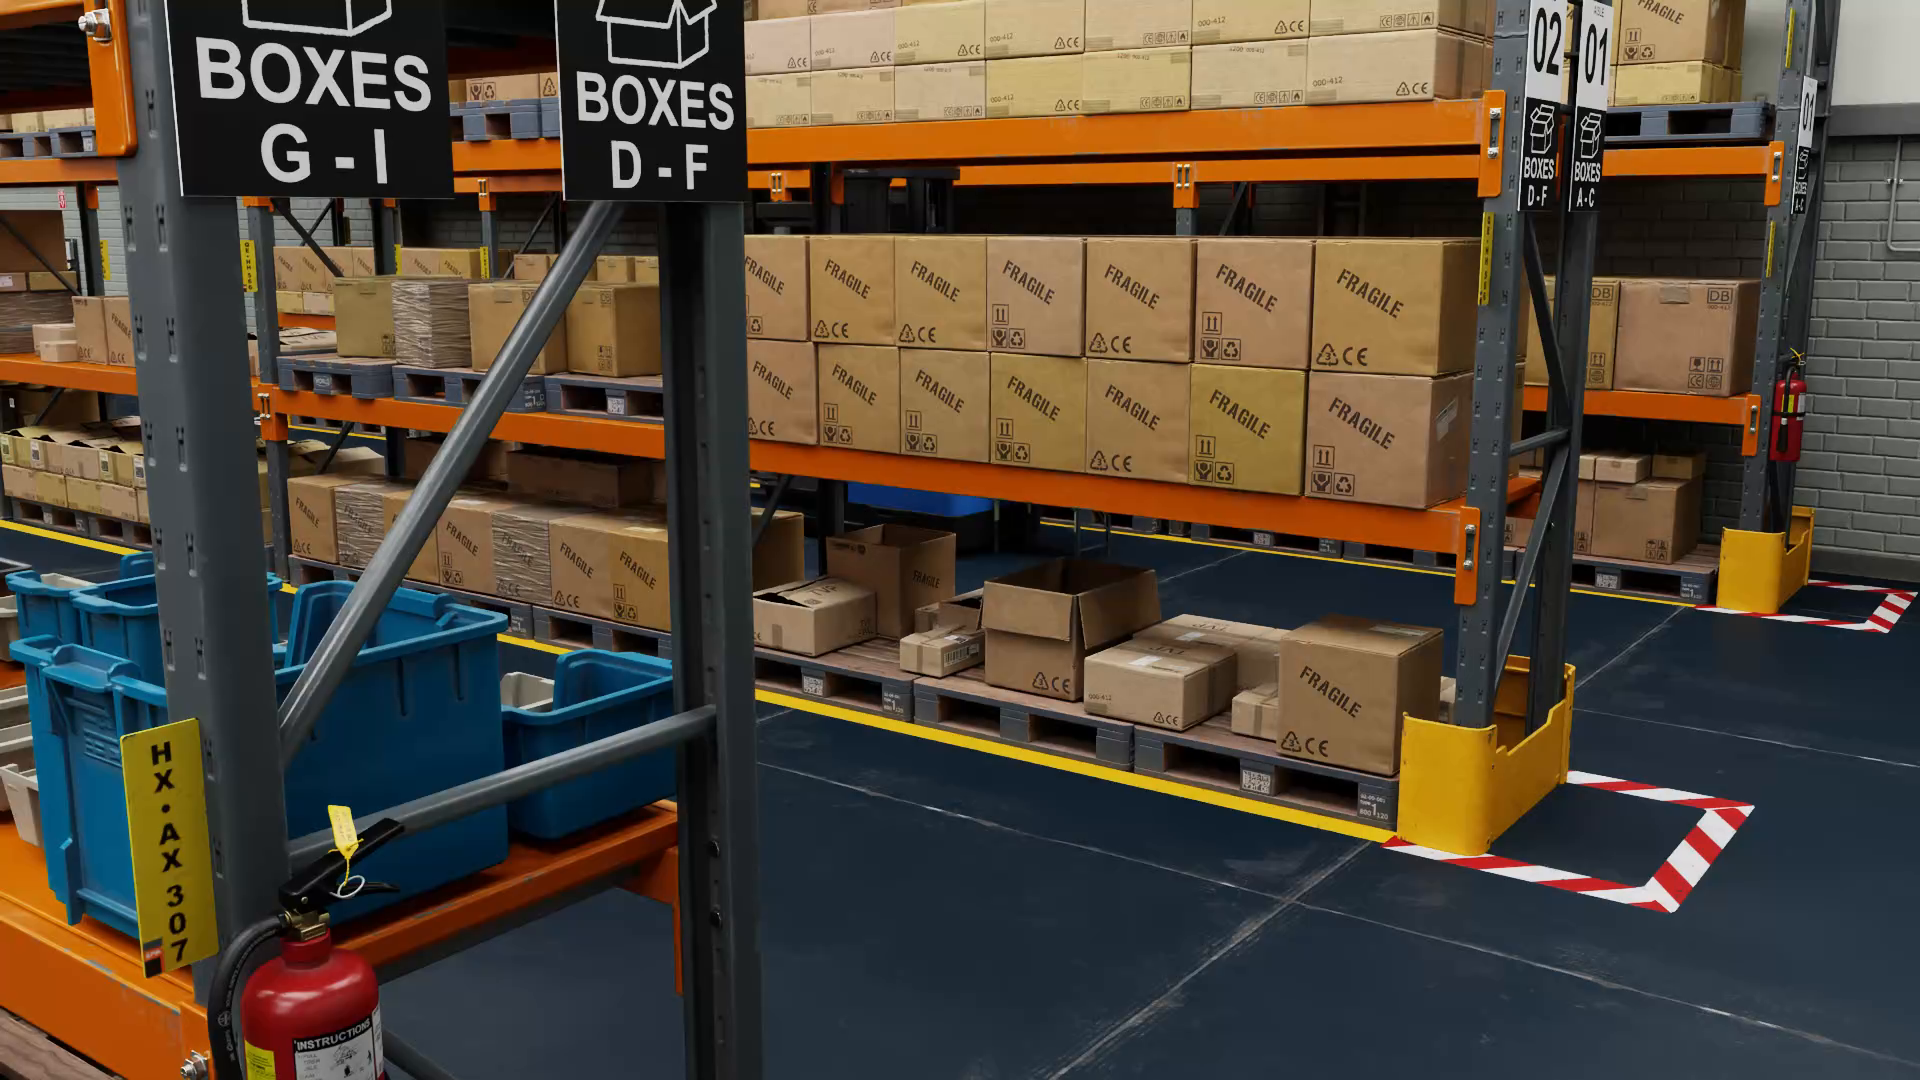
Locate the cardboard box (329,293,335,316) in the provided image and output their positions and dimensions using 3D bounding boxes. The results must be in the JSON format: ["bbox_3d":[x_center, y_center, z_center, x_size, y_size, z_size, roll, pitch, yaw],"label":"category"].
[{"bbox_3d":[-6.698,-2.642,18.631,0.500,0.250,0.500,8,13,35],"label":"cardboard box"}]

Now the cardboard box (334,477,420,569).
[{"bbox_3d":[-3.596,-0.101,10.578,0.500,0.500,0.500,7,13,33],"label":"cardboard box"}]

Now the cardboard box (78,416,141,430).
[{"bbox_3d":[-6.947,-0.845,13.657,0.500,0.311,0.500,8,13,36],"label":"cardboard box"}]

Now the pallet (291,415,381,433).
[{"bbox_3d":[-7.043,-1.449,19.465,1.213,0.211,1.003,8,13,36],"label":"pallet"}]

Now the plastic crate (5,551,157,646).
[{"bbox_3d":[-2.013,0.185,3.960,0.300,0.233,0.416,8,13,36],"label":"plastic crate"}]

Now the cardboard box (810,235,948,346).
[{"bbox_3d":[-0.366,-1.202,7.948,0.500,0.500,0.500,7,13,34],"label":"cardboard box"}]

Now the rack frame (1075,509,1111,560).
[{"bbox_3d":[0.936,-0.582,11.589,0.023,1.500,0.400,9,14,39],"label":"rack frame"}]

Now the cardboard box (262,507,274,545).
[{"bbox_3d":[-4.787,-0.143,11.507,0.500,0.250,0.500,8,14,37],"label":"cardboard box"}]

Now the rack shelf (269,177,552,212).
[{"bbox_3d":[-6.126,-3.818,18.366,4.000,0.370,1.077,8,13,36],"label":"rack shelf"}]

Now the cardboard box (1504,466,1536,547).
[{"bbox_3d":[3.726,-0.280,11.554,0.500,0.500,0.700,7,13,34],"label":"cardboard box"}]

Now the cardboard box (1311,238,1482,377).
[{"bbox_3d":[1.708,-0.914,6.461,0.500,0.500,0.500,8,13,35],"label":"cardboard box"}]

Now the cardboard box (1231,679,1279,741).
[{"bbox_3d":[1.372,0.726,7.179,0.250,0.166,0.380,8,13,36],"label":"cardboard box"}]

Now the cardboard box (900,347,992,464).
[{"bbox_3d":[0.071,-0.652,7.740,0.500,0.500,0.500,8,13,35],"label":"cardboard box"}]

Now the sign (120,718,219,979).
[{"bbox_3d":[-1.018,0.398,2.146,0.005,0.325,0.100,8,13,36],"label":"sign"}]

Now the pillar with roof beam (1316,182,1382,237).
[{"bbox_3d":[0.462,-3.915,9.072,0.400,9.000,9.100,8,13,36],"label":"pillar with roof beam"}]

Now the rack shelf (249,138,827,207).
[{"bbox_3d":[-2.607,-2.160,9.794,4.000,0.370,1.077,8,13,36],"label":"rack shelf"}]

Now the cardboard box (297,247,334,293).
[{"bbox_3d":[-7.138,-3.071,18.875,0.500,0.500,0.500,8,14,36],"label":"cardboard box"}]

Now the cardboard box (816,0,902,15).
[{"bbox_3d":[-0.261,-2.702,7.804,0.500,0.500,0.700,8,13,36],"label":"cardboard box"}]

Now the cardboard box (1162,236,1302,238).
[{"bbox_3d":[1.201,-1.111,7.479,0.500,0.500,0.500,8,14,36],"label":"cardboard box"}]

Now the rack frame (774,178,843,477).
[{"bbox_3d":[-1.290,-2.024,15.095,0.127,3.000,1.000,8,13,36],"label":"rack frame"}]

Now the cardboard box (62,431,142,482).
[{"bbox_3d":[-6.439,-0.647,12.634,0.500,0.311,0.500,7,13,34],"label":"cardboard box"}]

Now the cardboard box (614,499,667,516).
[{"bbox_3d":[-1.677,0.046,9.819,0.500,0.500,0.500,8,14,36],"label":"cardboard box"}]

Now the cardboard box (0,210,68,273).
[{"bbox_3d":[-7.804,-2.450,13.618,0.500,0.500,0.700,8,14,36],"label":"cardboard box"}]

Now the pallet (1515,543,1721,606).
[{"bbox_3d":[4.467,0.166,11.114,1.213,0.211,1.003,8,13,36],"label":"pallet"}]

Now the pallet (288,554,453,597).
[{"bbox_3d":[-3.640,0.193,10.974,1.213,0.211,1.003,8,13,36],"label":"pallet"}]

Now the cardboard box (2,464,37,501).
[{"bbox_3d":[-7.264,-0.488,13.289,0.500,0.250,0.500,8,13,34],"label":"cardboard box"}]

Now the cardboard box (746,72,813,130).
[{"bbox_3d":[-0.749,-2.122,8.100,0.500,0.250,0.500,8,13,36],"label":"cardboard box"}]

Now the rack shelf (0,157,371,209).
[{"bbox_3d":[-5.831,-2.610,12.119,4.000,0.370,1.077,8,13,36],"label":"rack shelf"}]

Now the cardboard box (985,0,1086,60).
[{"bbox_3d":[0.453,-2.197,7.172,0.500,0.250,0.500,8,13,36],"label":"cardboard box"}]

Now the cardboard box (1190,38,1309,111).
[{"bbox_3d":[1.262,-1.840,6.643,0.500,0.250,0.500,8,13,36],"label":"cardboard box"}]

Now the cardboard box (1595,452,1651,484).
[{"bbox_3d":[4.324,-0.472,10.840,0.250,0.149,0.380,8,13,35],"label":"cardboard box"}]

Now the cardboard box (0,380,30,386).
[{"bbox_3d":[-8.437,-1.152,14.746,0.500,0.500,0.500,8,13,36],"label":"cardboard box"}]

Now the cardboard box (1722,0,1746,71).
[{"bbox_3d":[4.713,-3.266,10.670,0.500,0.500,0.500,7,13,33],"label":"cardboard box"}]

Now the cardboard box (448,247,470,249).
[{"bbox_3d":[-5.582,-2.979,18.397,0.500,0.500,0.500,8,14,37],"label":"cardboard box"}]

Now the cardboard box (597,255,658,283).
[{"bbox_3d":[-3.128,-2.543,16.358,0.500,0.500,0.700,10,15,43],"label":"cardboard box"}]

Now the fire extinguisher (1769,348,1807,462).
[{"bbox_3d":[5.007,-0.816,10.036,0.183,0.674,0.296,8,13,36],"label":"fire extinguisher"}]

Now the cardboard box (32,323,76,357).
[{"bbox_3d":[-7.020,-1.593,13.260,0.500,0.250,0.500,9,14,39],"label":"cardboard box"}]

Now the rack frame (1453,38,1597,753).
[{"bbox_3d":[2.229,-0.366,6.524,0.127,3.000,1.000,8,13,36],"label":"rack frame"}]

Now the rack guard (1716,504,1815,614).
[{"bbox_3d":[5.178,0.105,10.670,0.348,0.500,1.175,8,13,36],"label":"rack guard"}]

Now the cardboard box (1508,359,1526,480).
[{"bbox_3d":[2.028,-0.505,6.981,0.500,0.500,0.500,8,14,37],"label":"cardboard box"}]

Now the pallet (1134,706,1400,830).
[{"bbox_3d":[1.525,0.905,7.296,1.213,0.211,1.003,8,13,36],"label":"pallet"}]

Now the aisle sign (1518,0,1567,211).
[{"bbox_3d":[2.103,-1.588,5.995,0.004,0.787,0.394,8,13,36],"label":"aisle sign"}]

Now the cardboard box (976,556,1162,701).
[{"bbox_3d":[0.522,0.404,7.956,0.637,0.503,0.797,8,13,36],"label":"cardboard box"}]

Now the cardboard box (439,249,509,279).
[{"bbox_3d":[-5.078,-2.784,17.391,0.500,0.500,0.500,8,13,35],"label":"cardboard box"}]

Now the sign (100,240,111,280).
[{"bbox_3d":[-7.130,-2.329,13.830,0.005,0.325,0.100,8,13,36],"label":"sign"}]

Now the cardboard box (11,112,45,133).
[{"bbox_3d":[-6.952,-3.250,12.822,0.500,0.250,0.500,10,15,41],"label":"cardboard box"}]

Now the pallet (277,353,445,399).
[{"bbox_3d":[-3.631,-1.106,10.853,1.003,0.211,1.213,8,13,36],"label":"pallet"}]

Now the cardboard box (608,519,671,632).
[{"bbox_3d":[-1.562,0.184,9.104,0.500,0.500,0.500,8,13,35],"label":"cardboard box"}]

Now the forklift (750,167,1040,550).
[{"bbox_3d":[-0.854,-1.550,12.824,3.031,2.935,1.130,9,14,39],"label":"forklift"}]

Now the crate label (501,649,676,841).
[{"bbox_3d":[-0.710,0.367,3.021,0.303,0.233,0.416,8,13,36],"label":"crate label"}]

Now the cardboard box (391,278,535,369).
[{"bbox_3d":[-3.020,-1.335,10.164,0.700,0.500,0.500,-10,15,-42],"label":"cardboard box"}]

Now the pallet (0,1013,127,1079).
[{"bbox_3d":[-2.327,1.525,4.091,1.213,0.211,1.003,8,13,36],"label":"pallet"}]

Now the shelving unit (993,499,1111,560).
[{"bbox_3d":[0.656,-0.627,11.820,0.755,1.500,0.431,9,14,39],"label":"shelving unit"}]
